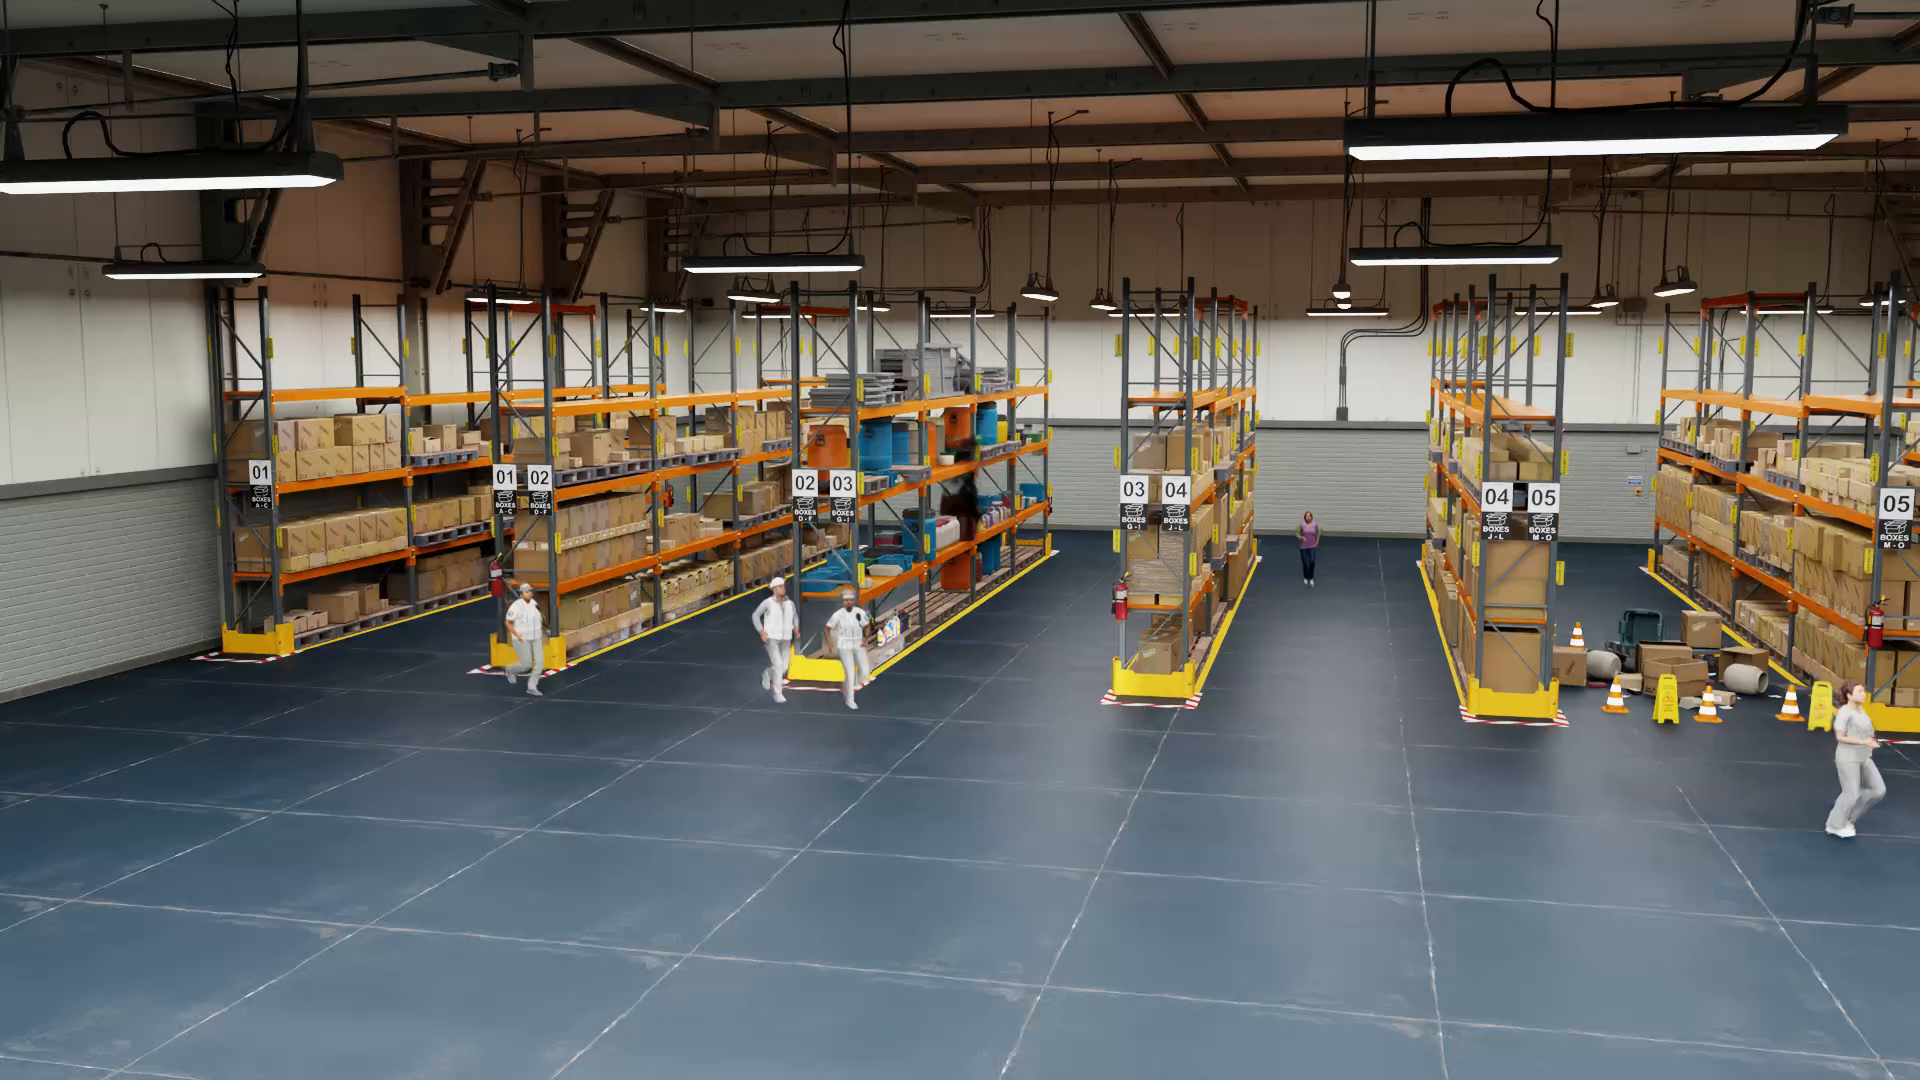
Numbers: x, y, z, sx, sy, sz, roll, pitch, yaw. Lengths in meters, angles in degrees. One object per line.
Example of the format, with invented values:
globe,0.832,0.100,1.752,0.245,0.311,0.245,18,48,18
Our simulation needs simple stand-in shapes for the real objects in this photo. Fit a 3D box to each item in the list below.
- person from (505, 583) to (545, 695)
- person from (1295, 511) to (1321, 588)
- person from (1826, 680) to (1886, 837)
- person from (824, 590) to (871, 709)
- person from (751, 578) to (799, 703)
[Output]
person,-6.323,1.436,24.194,0.634,1.632,0.609,5,8,38
person,7.321,0.194,35.012,0.525,1.613,0.681,2,7,13
person,9.146,2.240,16.921,0.552,1.631,0.577,-4,8,-30
person,-1.532,1.528,23.281,0.688,1.681,0.470,-3,7,-28
person,-2.609,1.417,23.876,0.710,1.750,0.715,-4,8,-33
